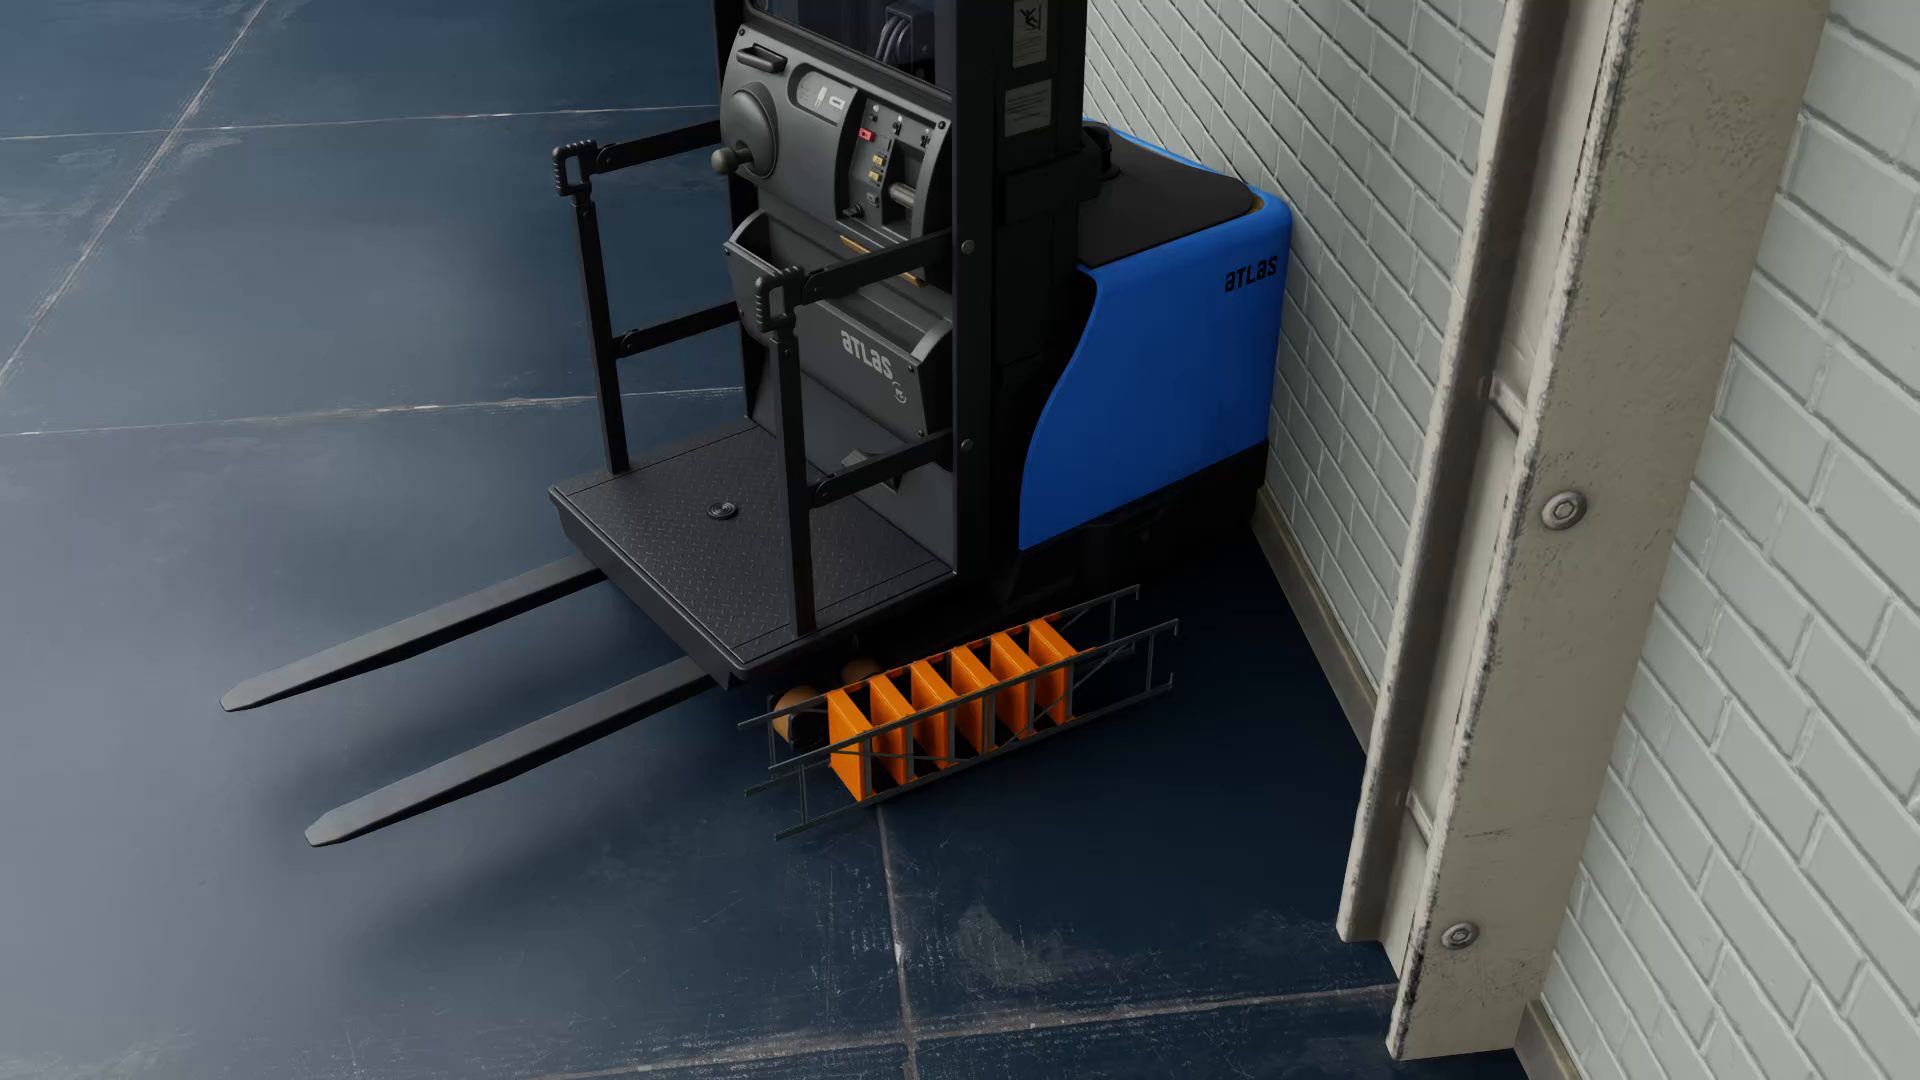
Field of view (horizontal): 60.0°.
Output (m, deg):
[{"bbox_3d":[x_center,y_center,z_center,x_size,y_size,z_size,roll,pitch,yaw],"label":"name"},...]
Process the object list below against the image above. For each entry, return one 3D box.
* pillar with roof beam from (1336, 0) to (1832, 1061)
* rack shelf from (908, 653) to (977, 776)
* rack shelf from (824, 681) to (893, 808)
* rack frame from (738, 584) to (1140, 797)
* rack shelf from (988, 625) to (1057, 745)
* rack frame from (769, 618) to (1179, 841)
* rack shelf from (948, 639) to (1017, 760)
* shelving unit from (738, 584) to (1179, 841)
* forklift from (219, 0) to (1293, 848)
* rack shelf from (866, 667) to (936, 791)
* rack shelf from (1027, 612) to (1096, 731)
[{"bbox_3d":[-3.202,-2.388,0.763,9.100,9.000,0.400,-4,35,-6],"label":"pillar with roof beam"},{"bbox_3d":[-0.046,0.454,4.323,0.103,0.258,0.180,-18,38,-24],"label":"rack shelf"},{"bbox_3d":[-0.255,0.520,4.225,0.103,0.258,0.180,-18,38,-24],"label":"rack shelf"},{"bbox_3d":[-0.026,0.388,4.420,1.200,0.240,0.006,-18,38,-24],"label":"rack frame"},{"bbox_3d":[0.163,0.387,4.421,0.103,0.258,0.180,-18,38,-24],"label":"rack shelf"},{"bbox_3d":[0.065,0.477,4.288,1.200,0.240,0.006,-18,38,-24],"label":"rack frame"},{"bbox_3d":[0.058,0.420,4.372,0.103,0.258,0.180,-18,38,-24],"label":"rack shelf"},{"bbox_3d":[0.020,0.432,4.354,1.200,0.258,0.189,-18,38,-24],"label":"shelving unit"},{"bbox_3d":[-0.498,-0.994,4.105,3.031,2.935,1.130,-24,41,-30],"label":"forklift"},{"bbox_3d":[-0.150,0.487,4.274,0.103,0.258,0.180,-18,38,-24],"label":"rack shelf"},{"bbox_3d":[0.267,0.353,4.470,0.103,0.258,0.180,-18,38,-24],"label":"rack shelf"}]
